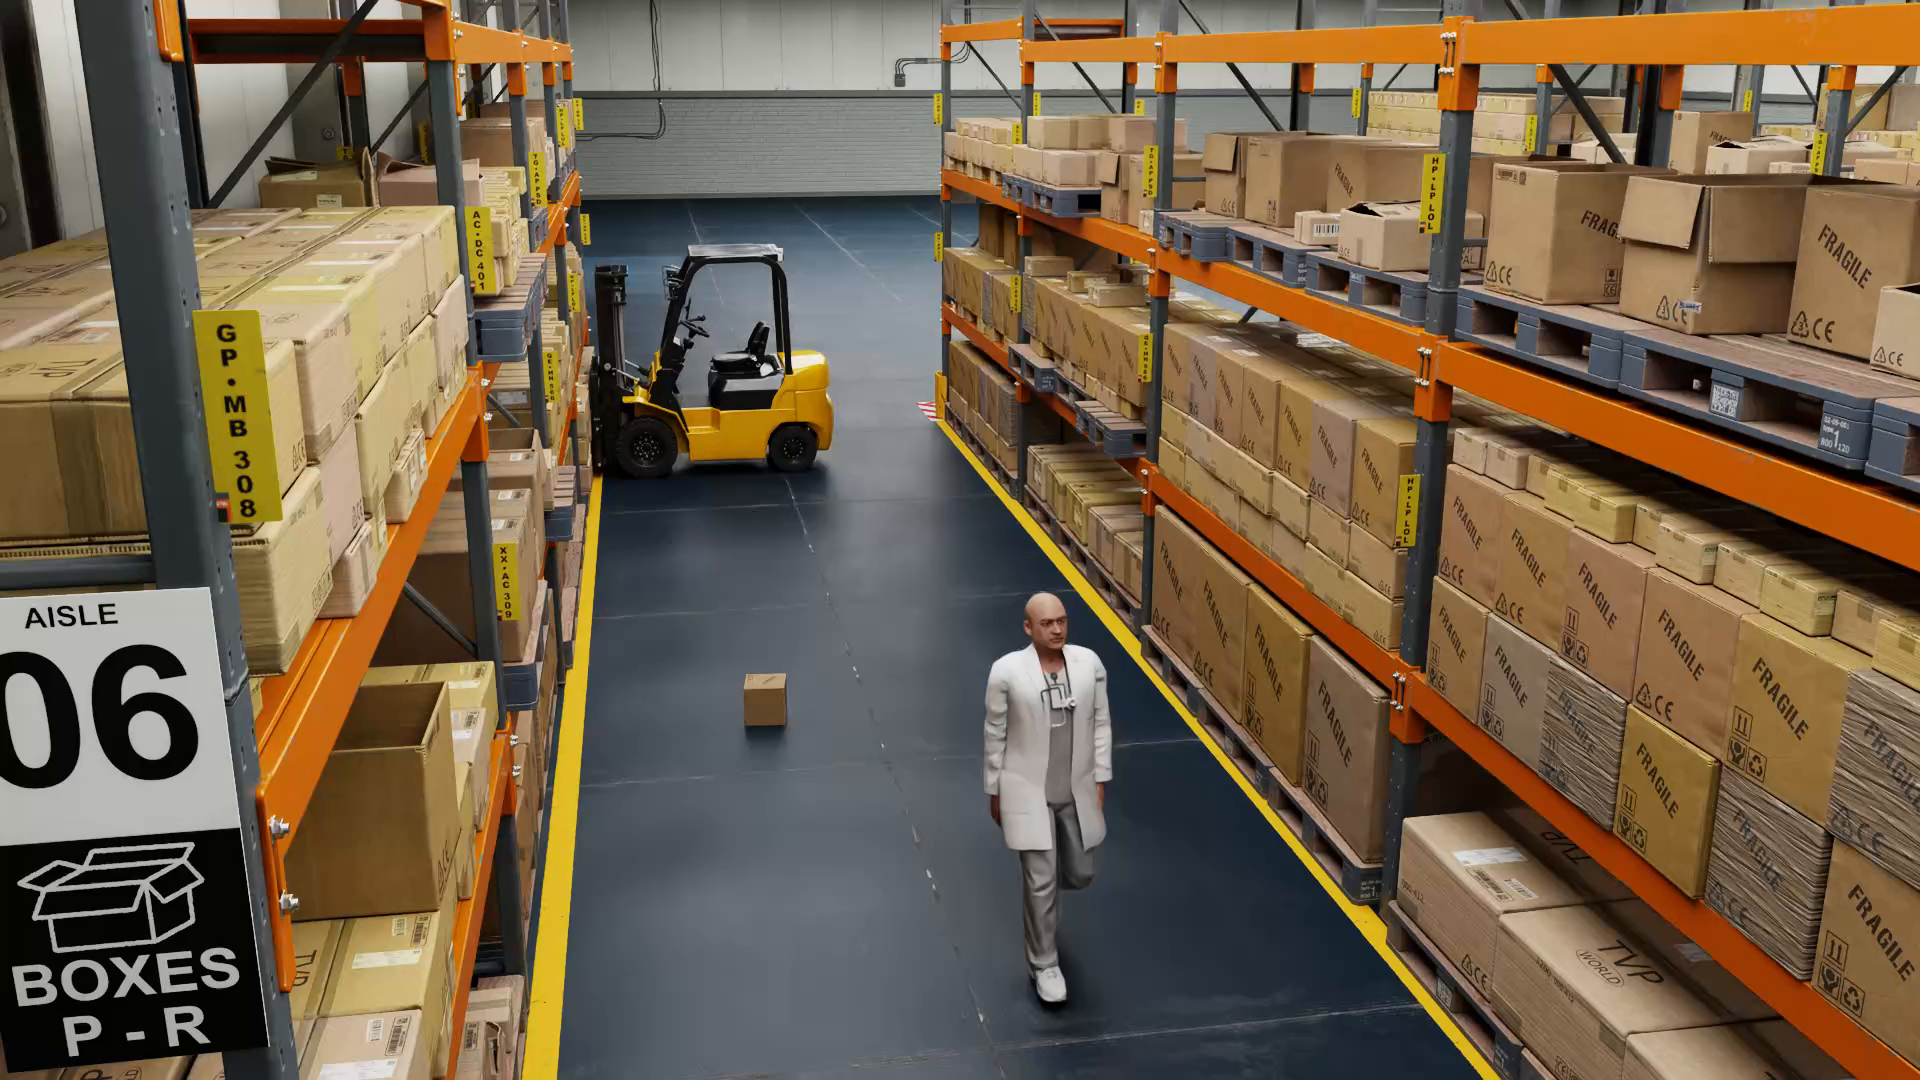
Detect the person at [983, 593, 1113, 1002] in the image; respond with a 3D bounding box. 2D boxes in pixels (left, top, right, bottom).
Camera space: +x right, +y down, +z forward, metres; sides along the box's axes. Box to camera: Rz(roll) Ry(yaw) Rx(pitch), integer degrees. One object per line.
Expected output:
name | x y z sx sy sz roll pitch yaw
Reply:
person | 0.384 1.067 7.321 0.580 1.750 0.820 -4 17 -15
